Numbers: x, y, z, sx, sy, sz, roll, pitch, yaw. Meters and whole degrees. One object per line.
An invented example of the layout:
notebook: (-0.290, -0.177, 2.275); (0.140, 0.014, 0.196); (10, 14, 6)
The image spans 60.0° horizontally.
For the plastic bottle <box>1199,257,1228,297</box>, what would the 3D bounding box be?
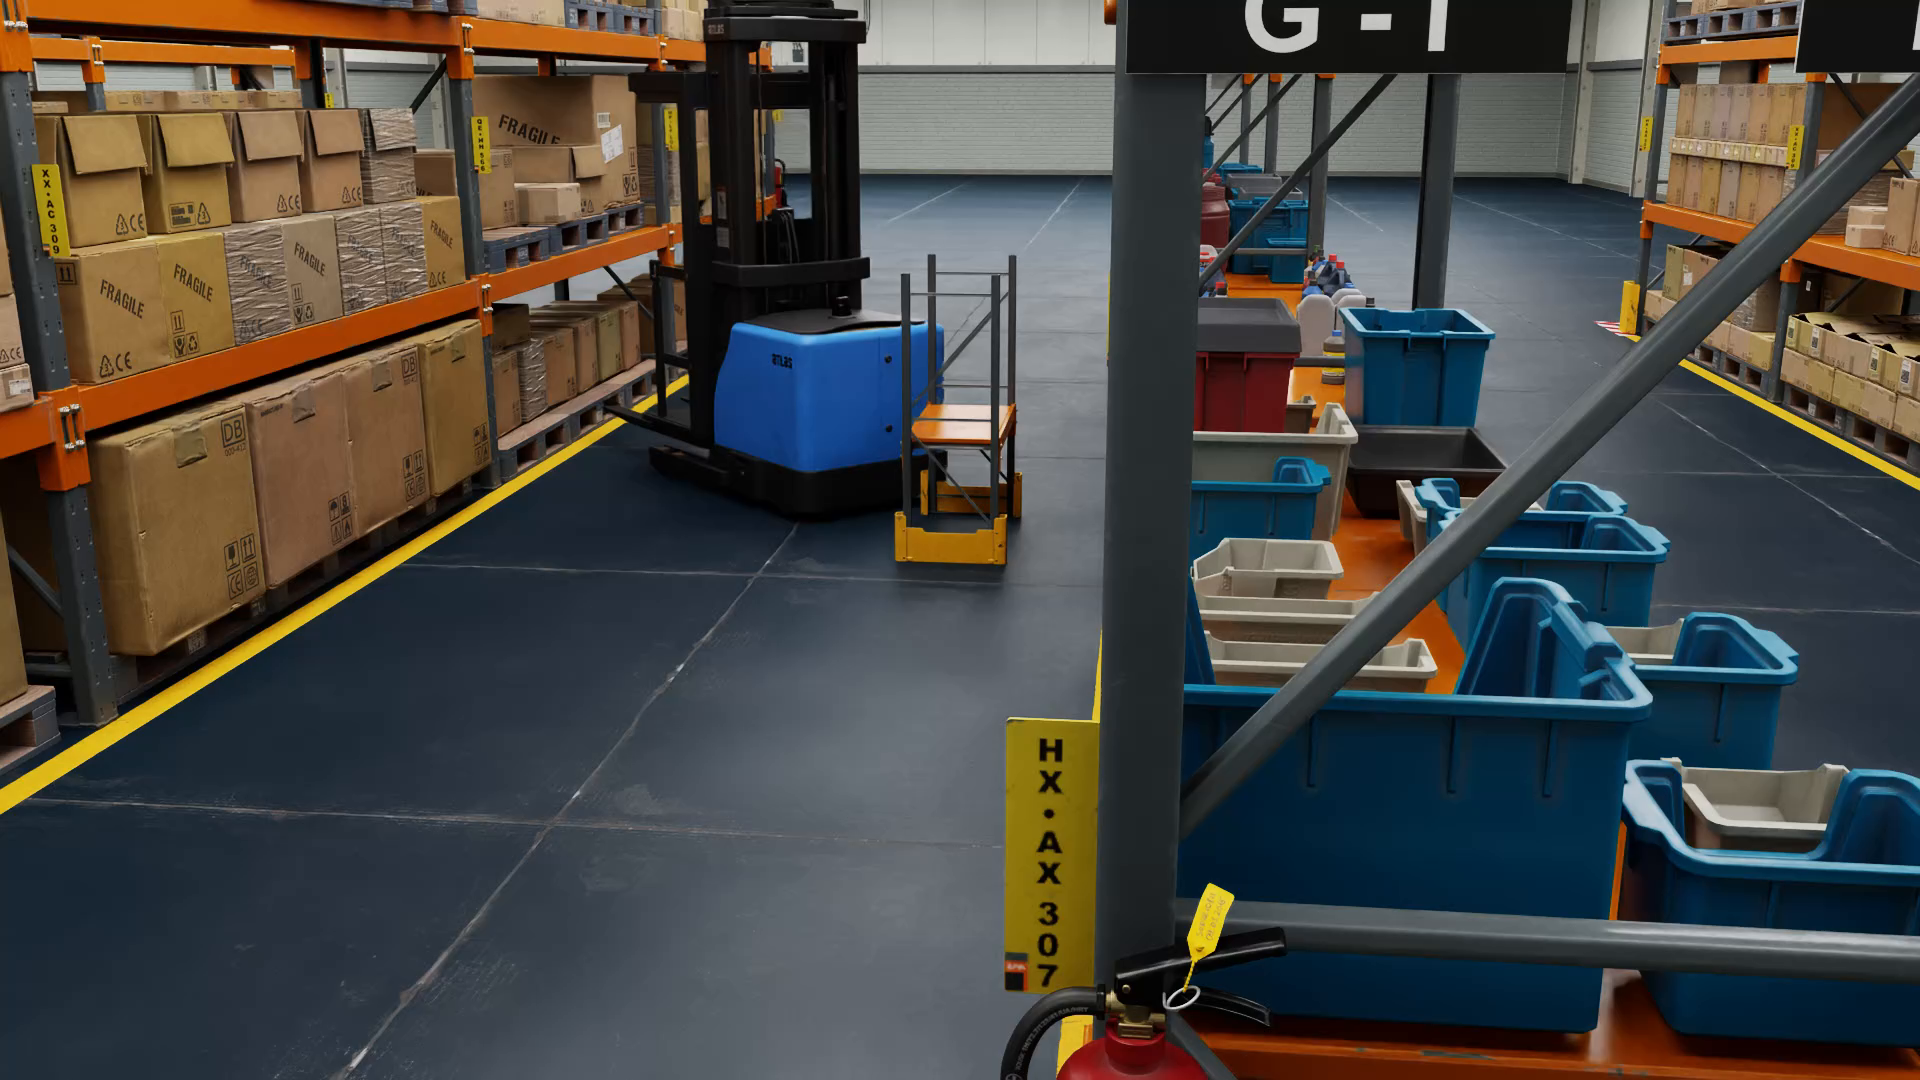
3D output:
plastic bottle: (1.169, -1.138, 7.720); (0.144, 0.351, 0.185); (2, 15, 6)

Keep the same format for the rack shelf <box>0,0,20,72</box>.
rack shelf: (-4.048, -1.326, 3.951); (1.077, 0.370, 4.000); (2, 15, 6)

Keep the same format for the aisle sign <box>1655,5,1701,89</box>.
aisle sign: (7.078, -4.844, 16.351); (0.394, 0.787, 0.004); (2, 15, 6)

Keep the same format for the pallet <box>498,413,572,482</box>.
pallet: (-3.281, -0.638, 11.117); (1.003, 0.211, 1.213); (2, 15, 6)

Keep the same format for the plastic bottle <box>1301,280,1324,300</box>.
plastic bottle: (1.580, -1.029, 7.468); (0.097, 0.271, 0.097); (0, 15, 0)

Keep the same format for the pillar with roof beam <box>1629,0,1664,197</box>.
pillar with roof beam: (11.508, -12.459, 37.998); (9.100, 9.000, 0.400); (2, 15, 6)

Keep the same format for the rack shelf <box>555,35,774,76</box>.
rack shelf: (-2.694, -4.438, 15.461); (1.077, 0.370, 4.000); (2, 15, 6)

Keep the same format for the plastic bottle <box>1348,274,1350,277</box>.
plastic bottle: (1.764, -1.083, 7.643); (0.061, 0.283, 0.133); (2, 15, 6)

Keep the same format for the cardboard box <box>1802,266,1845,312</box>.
cardboard box: (7.335, -2.004, 13.855); (0.500, 0.500, 0.500); (2, 15, 6)

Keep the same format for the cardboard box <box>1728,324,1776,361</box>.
cardboard box: (6.825, -1.658, 14.008); (0.500, 0.250, 0.500); (2, 15, 6)

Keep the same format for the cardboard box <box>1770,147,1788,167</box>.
cardboard box: (6.798, -3.096, 13.432); (0.380, 0.149, 0.250); (1, 15, 5)

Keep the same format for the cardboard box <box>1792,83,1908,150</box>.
cardboard box: (6.967, -3.316, 13.001); (0.700, 0.500, 0.500); (2, 15, 7)

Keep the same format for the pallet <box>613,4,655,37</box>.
pallet: (-3.095, -4.019, 12.892); (1.213, 0.211, 1.003); (2, 15, 6)

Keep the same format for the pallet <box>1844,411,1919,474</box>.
pallet: (6.744, -0.670, 11.237); (1.003, 0.211, 1.213); (2, 15, 6)

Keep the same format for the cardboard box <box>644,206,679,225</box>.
cardboard box: (-2.596, -2.744, 14.046); (0.380, 0.149, 0.250); (2, 15, 6)

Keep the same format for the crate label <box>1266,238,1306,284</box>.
crate label: (1.971, -1.653, 9.849); (0.303, 0.233, 0.416); (2, 15, 6)

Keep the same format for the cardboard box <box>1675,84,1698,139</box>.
cardboard box: (7.303, -4.104, 15.914); (0.700, 0.500, 0.500); (2, 15, 6)

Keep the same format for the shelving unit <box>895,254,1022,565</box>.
shelving unit: (0.009, -0.744, 9.039); (0.587, 1.500, 1.083); (2, 15, 6)

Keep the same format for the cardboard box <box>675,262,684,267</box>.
cardboard box: (-2.588, -2.535, 16.774); (0.500, 0.500, 0.500); (6, 16, 21)

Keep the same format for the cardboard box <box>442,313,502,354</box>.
cardboard box: (-3.325, -1.324, 10.820); (0.500, 0.250, 0.500); (2, 15, 9)

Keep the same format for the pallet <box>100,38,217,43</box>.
pallet: (-7.593, -4.924, 16.048); (1.003, 0.211, 1.213); (2, 15, 6)

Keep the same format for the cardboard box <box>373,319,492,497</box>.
cardboard box: (-3.469, -0.780, 9.566); (1.225, 0.875, 0.875); (1, 15, 4)

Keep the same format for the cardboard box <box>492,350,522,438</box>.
cardboard box: (-3.315, -0.961, 10.917); (0.700, 0.500, 0.500); (1, 15, 3)

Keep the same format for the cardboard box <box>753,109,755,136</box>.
cardboard box: (-2.335, -4.251, 16.460); (0.500, 0.500, 0.500); (2, 15, 6)

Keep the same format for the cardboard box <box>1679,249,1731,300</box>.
cardboard box: (6.995, -2.409, 15.349); (0.500, 0.500, 0.500); (2, 15, 6)

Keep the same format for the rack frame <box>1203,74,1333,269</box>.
rack frame: (1.551, -1.635, 9.464); (1.000, 3.000, 0.127); (2, 15, 6)

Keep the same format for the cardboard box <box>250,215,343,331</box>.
cardboard box: (-3.356, -1.298, 8.026); (0.500, 0.500, 0.500); (2, 15, 7)

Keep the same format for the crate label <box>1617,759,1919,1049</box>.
crate label: (1.003, 0.437, 2.005); (0.416, 0.233, 0.303); (2, 15, 6)

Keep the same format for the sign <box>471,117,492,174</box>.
sign: (-2.819, -2.325, 9.795); (0.100, 0.325, 0.005); (2, 15, 6)

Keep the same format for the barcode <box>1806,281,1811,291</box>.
barcode: (6.481, -1.941, 12.701); (0.001, 0.075, 0.075); (2, 15, 6)

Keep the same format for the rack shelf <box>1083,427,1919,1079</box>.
rack shelf: (0.874, 0.268, 3.803); (1.077, 0.370, 4.000); (2, 15, 6)

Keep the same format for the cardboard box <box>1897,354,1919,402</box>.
cardboard box: (6.398, -1.044, 10.664); (0.500, 0.311, 0.500); (2, 15, 6)

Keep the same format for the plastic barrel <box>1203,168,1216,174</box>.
plastic barrel: (1.676, -2.497, 12.389); (0.433, 0.535, 0.433); (0, 15, 0)

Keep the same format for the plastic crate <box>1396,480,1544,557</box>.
plastic crate: (1.202, -0.039, 3.951); (0.293, 0.136, 0.466); (2, 15, 6)

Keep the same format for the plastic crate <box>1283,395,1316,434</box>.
plastic crate: (0.905, -0.383, 5.223); (0.396, 0.136, 0.243); (2, 15, 6)

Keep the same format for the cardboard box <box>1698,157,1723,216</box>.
cardboard box: (7.193, -3.226, 15.155); (0.700, 0.500, 0.500); (2, 15, 7)

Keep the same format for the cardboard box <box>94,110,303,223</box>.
cardboard box: (-3.615, -1.782, 7.891); (0.797, 0.503, 0.637); (2, 15, 8)

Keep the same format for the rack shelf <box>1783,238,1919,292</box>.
rack shelf: (6.698, -1.660, 10.933); (1.077, 0.370, 4.000); (2, 15, 6)

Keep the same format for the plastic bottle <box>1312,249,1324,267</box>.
plastic bottle: (1.903, -1.402, 8.823); (0.061, 0.283, 0.133); (2, 15, 6)

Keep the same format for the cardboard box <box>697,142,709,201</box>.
cardboard box: (-2.716, -3.254, 14.689); (0.875, 0.500, 0.500); (2, 15, 6)

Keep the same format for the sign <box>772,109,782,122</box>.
sign: (-1.919, -4.546, 17.405); (0.100, 0.325, 0.005); (2, 15, 6)

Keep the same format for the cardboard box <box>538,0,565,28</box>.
cardboard box: (-2.958, -3.538, 11.041); (0.500, 0.250, 0.500); (2, 15, 7)

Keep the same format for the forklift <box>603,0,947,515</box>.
forklift: (-1.361, -1.883, 10.510); (1.130, 2.935, 3.031); (-11, 19, -35)

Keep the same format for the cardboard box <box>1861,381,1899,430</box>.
cardboard box: (6.459, -0.905, 11.226); (0.500, 0.250, 0.500); (2, 15, 7)

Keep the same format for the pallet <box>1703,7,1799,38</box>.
pallet: (7.134, -4.469, 14.365); (1.003, 0.211, 1.213); (2, 15, 6)

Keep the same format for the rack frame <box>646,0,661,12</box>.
rack frame: (-2.919, -5.715, 13.057); (1.000, 3.000, 0.127); (2, 15, 6)

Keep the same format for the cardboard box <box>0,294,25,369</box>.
cardboard box: (-3.611, -0.693, 5.695); (0.500, 0.250, 0.500); (1, 15, 5)

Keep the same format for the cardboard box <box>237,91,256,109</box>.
cardboard box: (-7.634, -4.240, 16.742); (0.875, 0.550, 0.550); (2, 15, 6)

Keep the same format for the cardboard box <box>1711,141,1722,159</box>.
cardboard box: (6.973, -3.495, 14.908); (0.380, 0.149, 0.250); (2, 15, 6)
